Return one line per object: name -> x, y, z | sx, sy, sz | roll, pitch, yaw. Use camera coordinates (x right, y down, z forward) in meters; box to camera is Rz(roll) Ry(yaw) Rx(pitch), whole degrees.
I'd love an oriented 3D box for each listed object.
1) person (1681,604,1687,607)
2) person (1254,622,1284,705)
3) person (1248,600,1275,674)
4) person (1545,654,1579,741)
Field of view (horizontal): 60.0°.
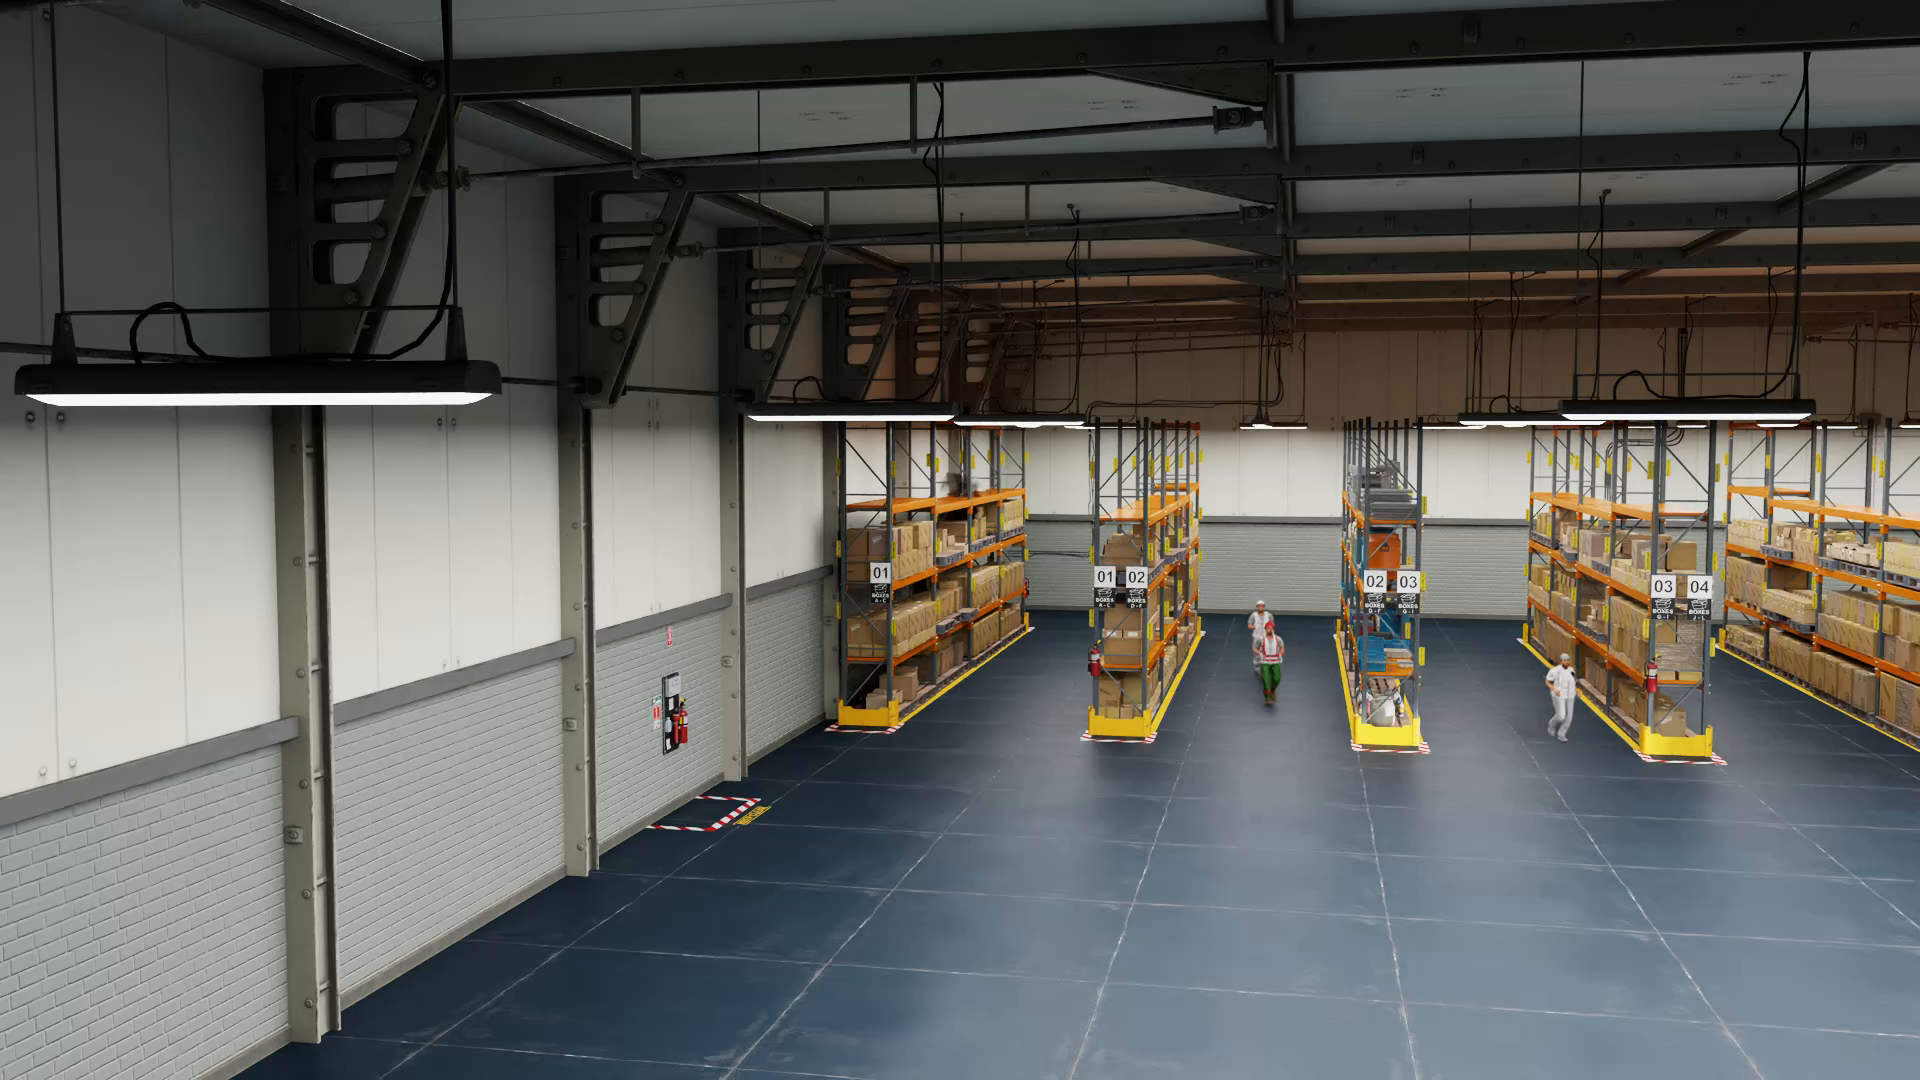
person -> 19.019, 2.005, 44.492 | 0.879, 1.666, 0.556 | 2, 4, 33
person -> 6.491, 2.587, 34.804 | 0.648, 1.740, 0.596 | 0, 4, 2
person -> 7.034, 2.317, 38.789 | 0.645, 1.820, 0.734 | 0, 4, 4
person -> 11.187, 2.912, 30.825 | 0.588, 1.620, 0.543 | -1, 4, -9
